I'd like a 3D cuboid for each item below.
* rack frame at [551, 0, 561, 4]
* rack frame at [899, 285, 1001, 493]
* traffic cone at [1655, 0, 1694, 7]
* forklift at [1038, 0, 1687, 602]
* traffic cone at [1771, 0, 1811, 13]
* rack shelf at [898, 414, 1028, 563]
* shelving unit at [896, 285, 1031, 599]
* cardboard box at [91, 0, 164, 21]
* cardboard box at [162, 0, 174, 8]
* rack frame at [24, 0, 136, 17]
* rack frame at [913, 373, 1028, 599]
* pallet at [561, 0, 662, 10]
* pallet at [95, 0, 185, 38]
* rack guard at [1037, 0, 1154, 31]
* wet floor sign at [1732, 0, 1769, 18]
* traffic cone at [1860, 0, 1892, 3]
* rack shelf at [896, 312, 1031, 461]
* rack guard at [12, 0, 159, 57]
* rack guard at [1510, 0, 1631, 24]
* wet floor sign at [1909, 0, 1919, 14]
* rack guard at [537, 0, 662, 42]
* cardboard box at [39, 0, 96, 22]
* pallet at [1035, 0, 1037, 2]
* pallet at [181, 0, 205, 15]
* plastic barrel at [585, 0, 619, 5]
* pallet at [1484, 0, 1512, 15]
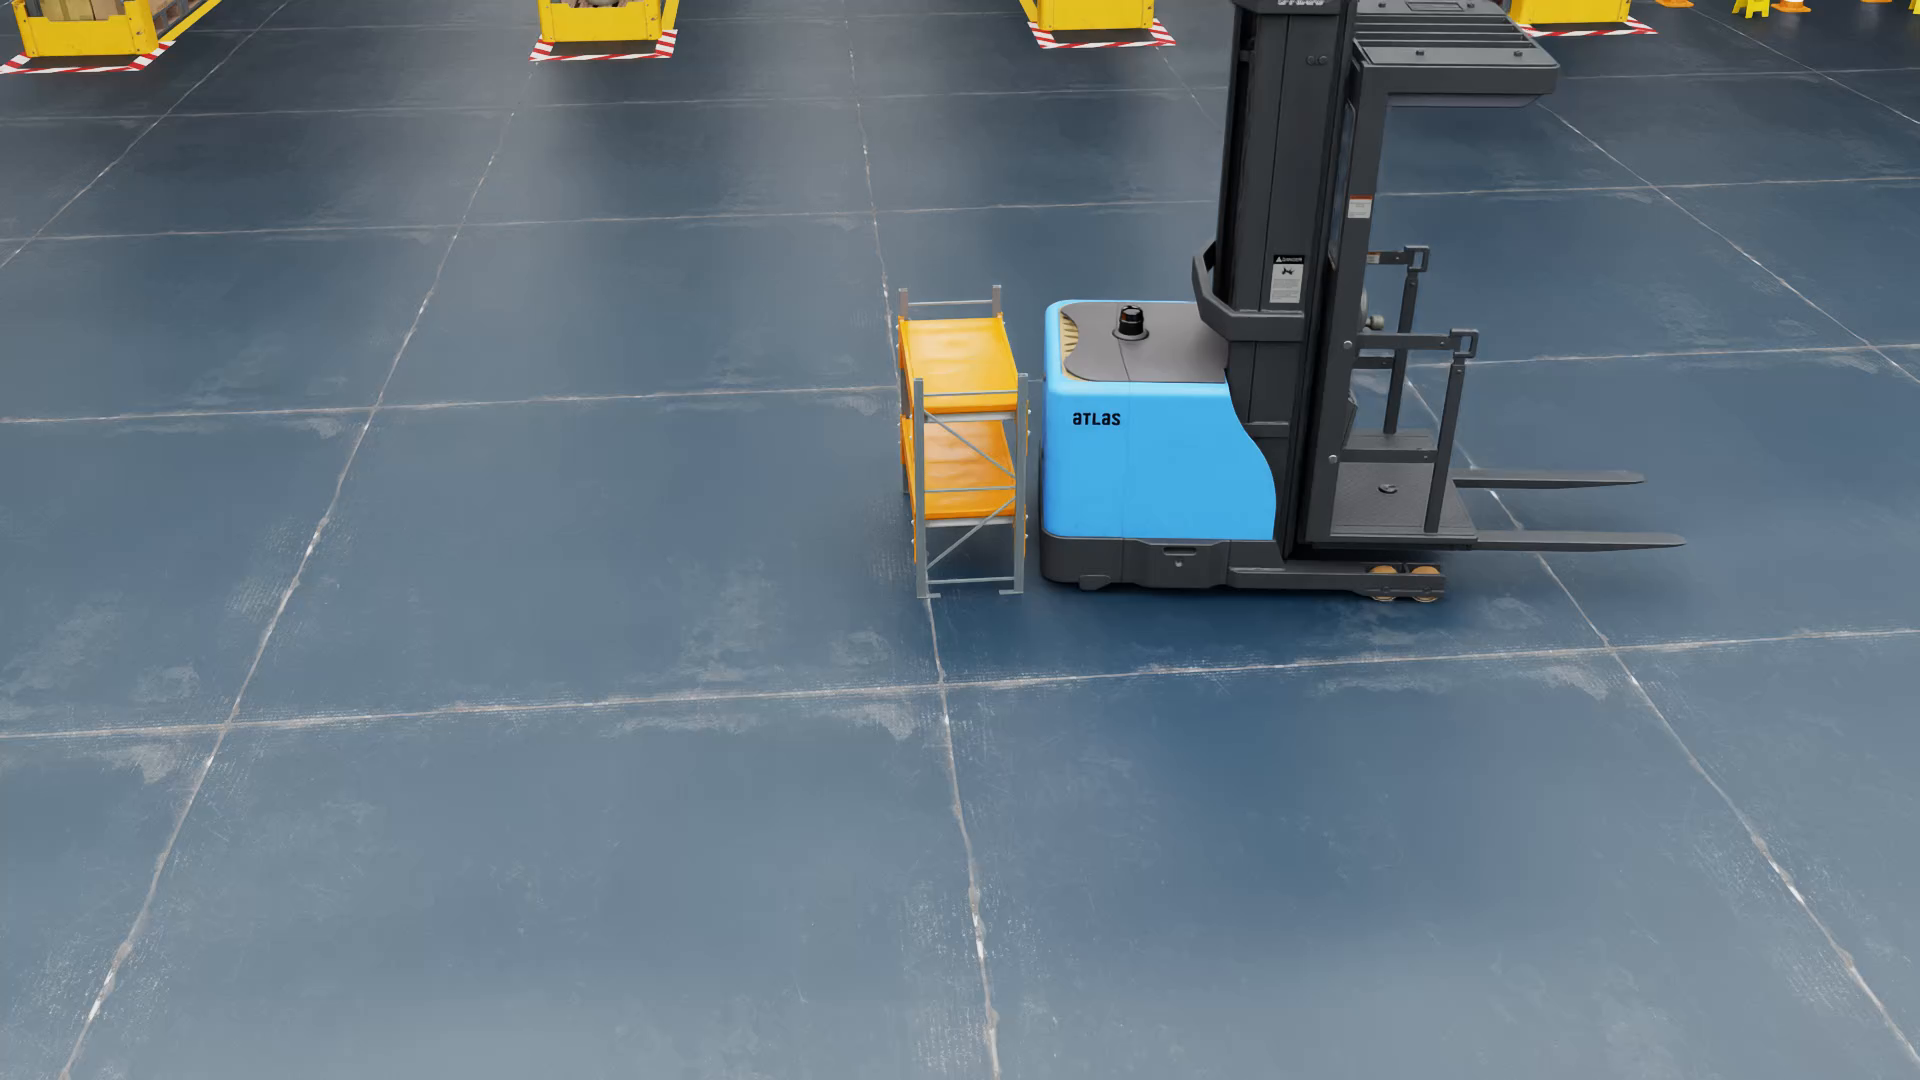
[{"bbox_3d":[-3.537,-6.314,15.896,1.000,3.000,0.127,-3,31,-5],"label":"rack frame"},{"bbox_3d":[-0.048,-0.746,8.402,0.500,1.125,0.032,-3,31,-5],"label":"rack frame"},{"bbox_3d":[7.706,-5.987,17.823,0.336,0.463,0.334,-3,31,-5],"label":"traffic cone"},{"bbox_3d":[1.905,-1.246,7.478,3.031,2.935,1.130,1,31,2],"label":"forklift"},{"bbox_3d":[8.863,-5.868,17.623,0.336,0.463,0.334,-3,31,-5],"label":"traffic cone"},{"bbox_3d":[-0.001,-0.276,8.093,0.538,0.278,1.000,-3,31,-5],"label":"rack shelf"},{"bbox_3d":[-0.001,-0.486,7.967,0.538,1.125,1.048,-3,31,-5],"label":"shelving unit"},{"bbox_3d":[-8.298,-5.363,16.575,0.500,0.250,0.500,-3,31,-5],"label":"cardboard box"},{"bbox_3d":[-8.348,-5.618,17.002,0.500,0.250,0.500,-3,31,-5],"label":"cardboard box"},{"bbox_3d":[-8.469,-6.079,15.502,1.000,3.000,0.127,-3,31,-5],"label":"rack frame"},{"bbox_3d":[0.047,-0.227,7.533,0.500,1.125,0.032,-3,31,-5],"label":"rack frame"},{"bbox_3d":[-3.662,-5.568,17.367,1.003,0.211,1.213,-3,31,-5],"label":"pallet"},{"bbox_3d":[-8.583,-5.270,16.867,1.003,0.211,1.213,-3,31,-5],"label":"pallet"},{"bbox_3d":[1.387,-5.517,16.999,1.175,0.500,0.348,-3,31,-5],"label":"rack guard"},{"bbox_3d":[8.316,-5.807,17.342,0.267,0.644,0.232,-8,32,-13],"label":"wet floor sign"},{"bbox_3d":[9.936,-6.095,18.003,0.336,0.463,0.334,-3,31,-5],"label":"traffic cone"},{"bbox_3d":[-0.001,-0.738,7.817,0.538,0.278,1.000,-3,31,-5],"label":"rack shelf"},{"bbox_3d":[-8.467,-4.993,16.122,1.175,0.500,0.348,-3,31,-5],"label":"rack guard"},{"bbox_3d":[6.344,-5.652,17.225,1.175,0.500,0.348,-3,31,-5],"label":"rack guard"},{"bbox_3d":[10.213,-5.867,17.443,0.267,0.644,0.232,8,32,13],"label":"wet floor sign"},{"bbox_3d":[-3.591,-5.277,16.598,1.175,0.500,0.348,-3,31,-5],"label":"rack guard"},{"bbox_3d":[-8.814,-5.338,16.534,0.500,0.250,0.500,-3,31,-5],"label":"cardboard box"},{"bbox_3d":[1.346,-5.809,17.770,1.003,0.211,1.213,-3,31,-5],"label":"pallet"},{"bbox_3d":[-8.693,-5.891,17.907,1.003,0.211,1.213,-3,31,-5],"label":"pallet"},{"bbox_3d":[-3.675,-5.759,16.982,0.421,0.512,0.421,0,31,0],"label":"plastic barrel"},{"bbox_3d":[6.189,-5.945,17.997,1.003,0.211,1.213,-3,31,-5],"label":"pallet"}]
